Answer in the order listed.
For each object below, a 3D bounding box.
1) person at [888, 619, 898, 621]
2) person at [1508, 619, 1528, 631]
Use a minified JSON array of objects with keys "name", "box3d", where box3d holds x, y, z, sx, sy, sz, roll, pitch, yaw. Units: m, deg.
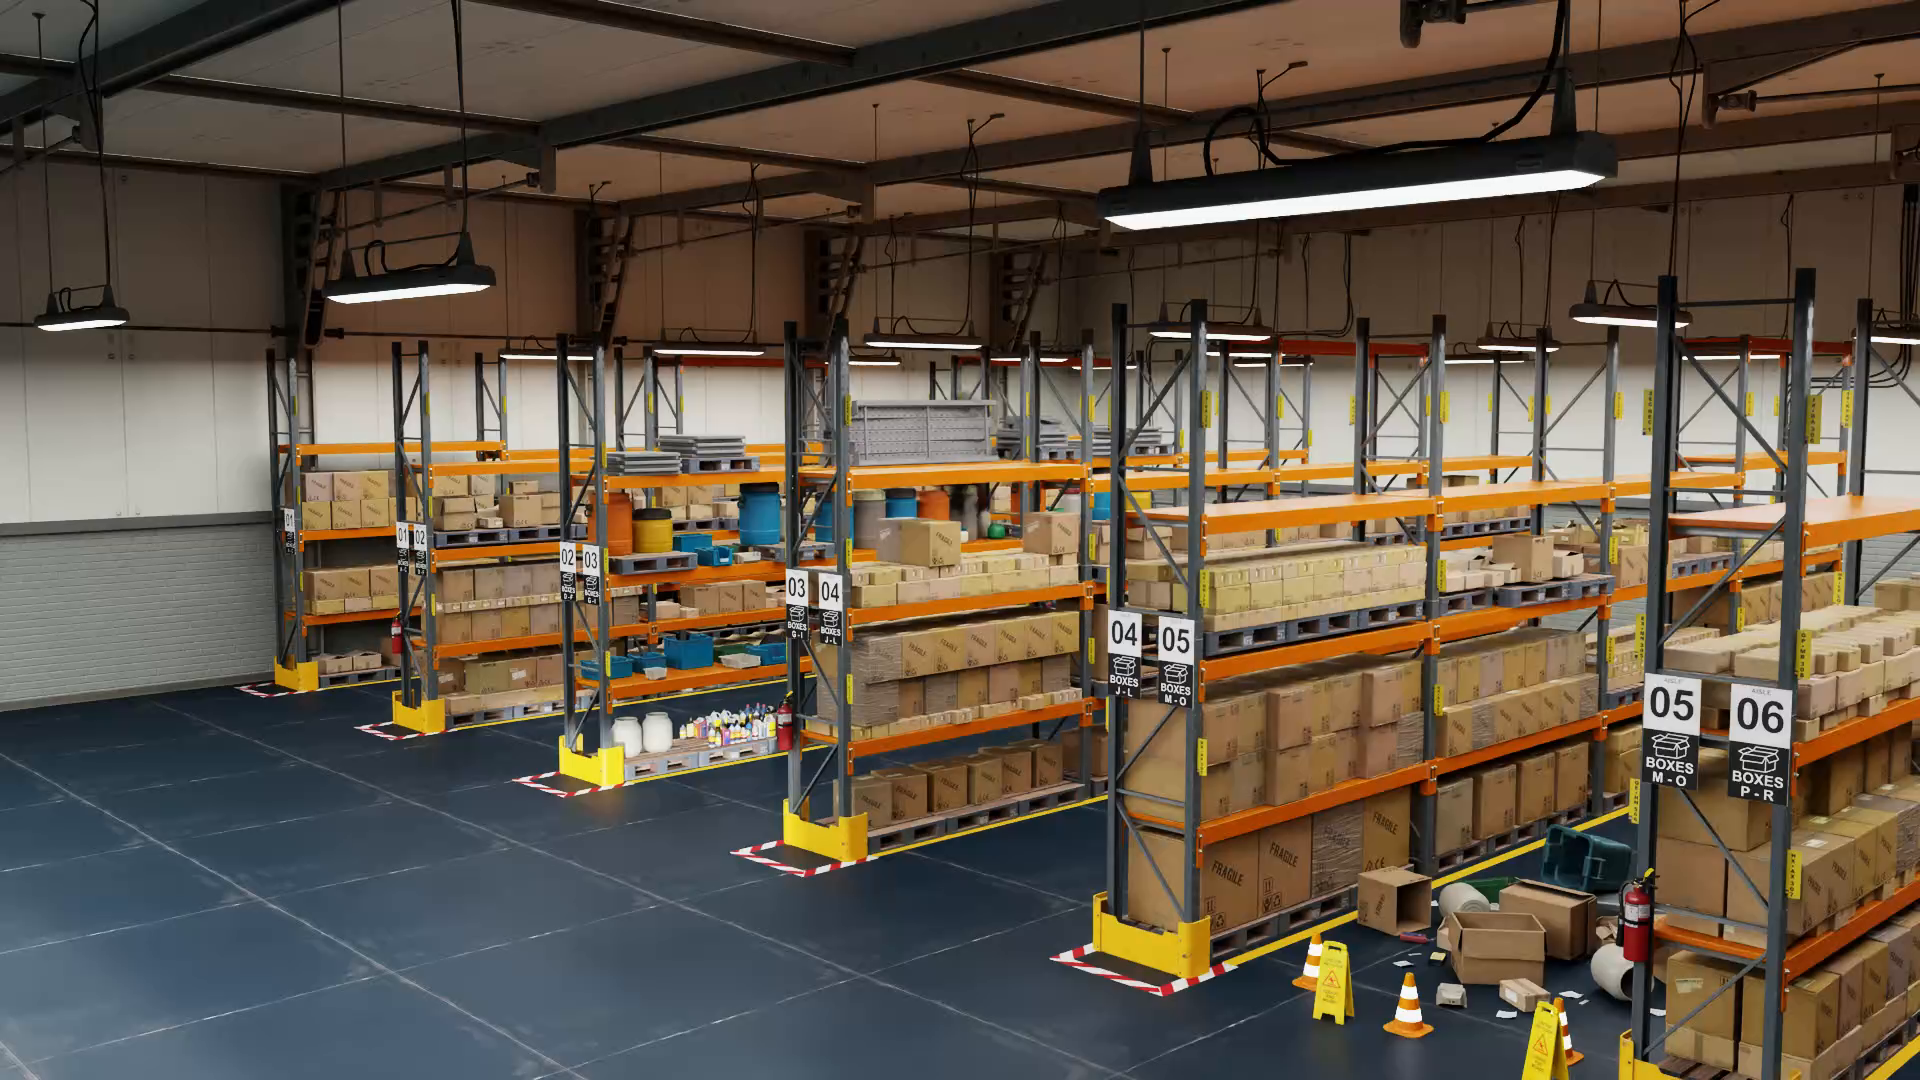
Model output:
[{"name":"person","box3d":[-0.966,1.527,28.762,0.567,1.773,0.635,-5,7,-42]},{"name":"person","box3d":[9.011,1.996,26.676,0.666,1.766,0.656,-5,7,-43]}]
